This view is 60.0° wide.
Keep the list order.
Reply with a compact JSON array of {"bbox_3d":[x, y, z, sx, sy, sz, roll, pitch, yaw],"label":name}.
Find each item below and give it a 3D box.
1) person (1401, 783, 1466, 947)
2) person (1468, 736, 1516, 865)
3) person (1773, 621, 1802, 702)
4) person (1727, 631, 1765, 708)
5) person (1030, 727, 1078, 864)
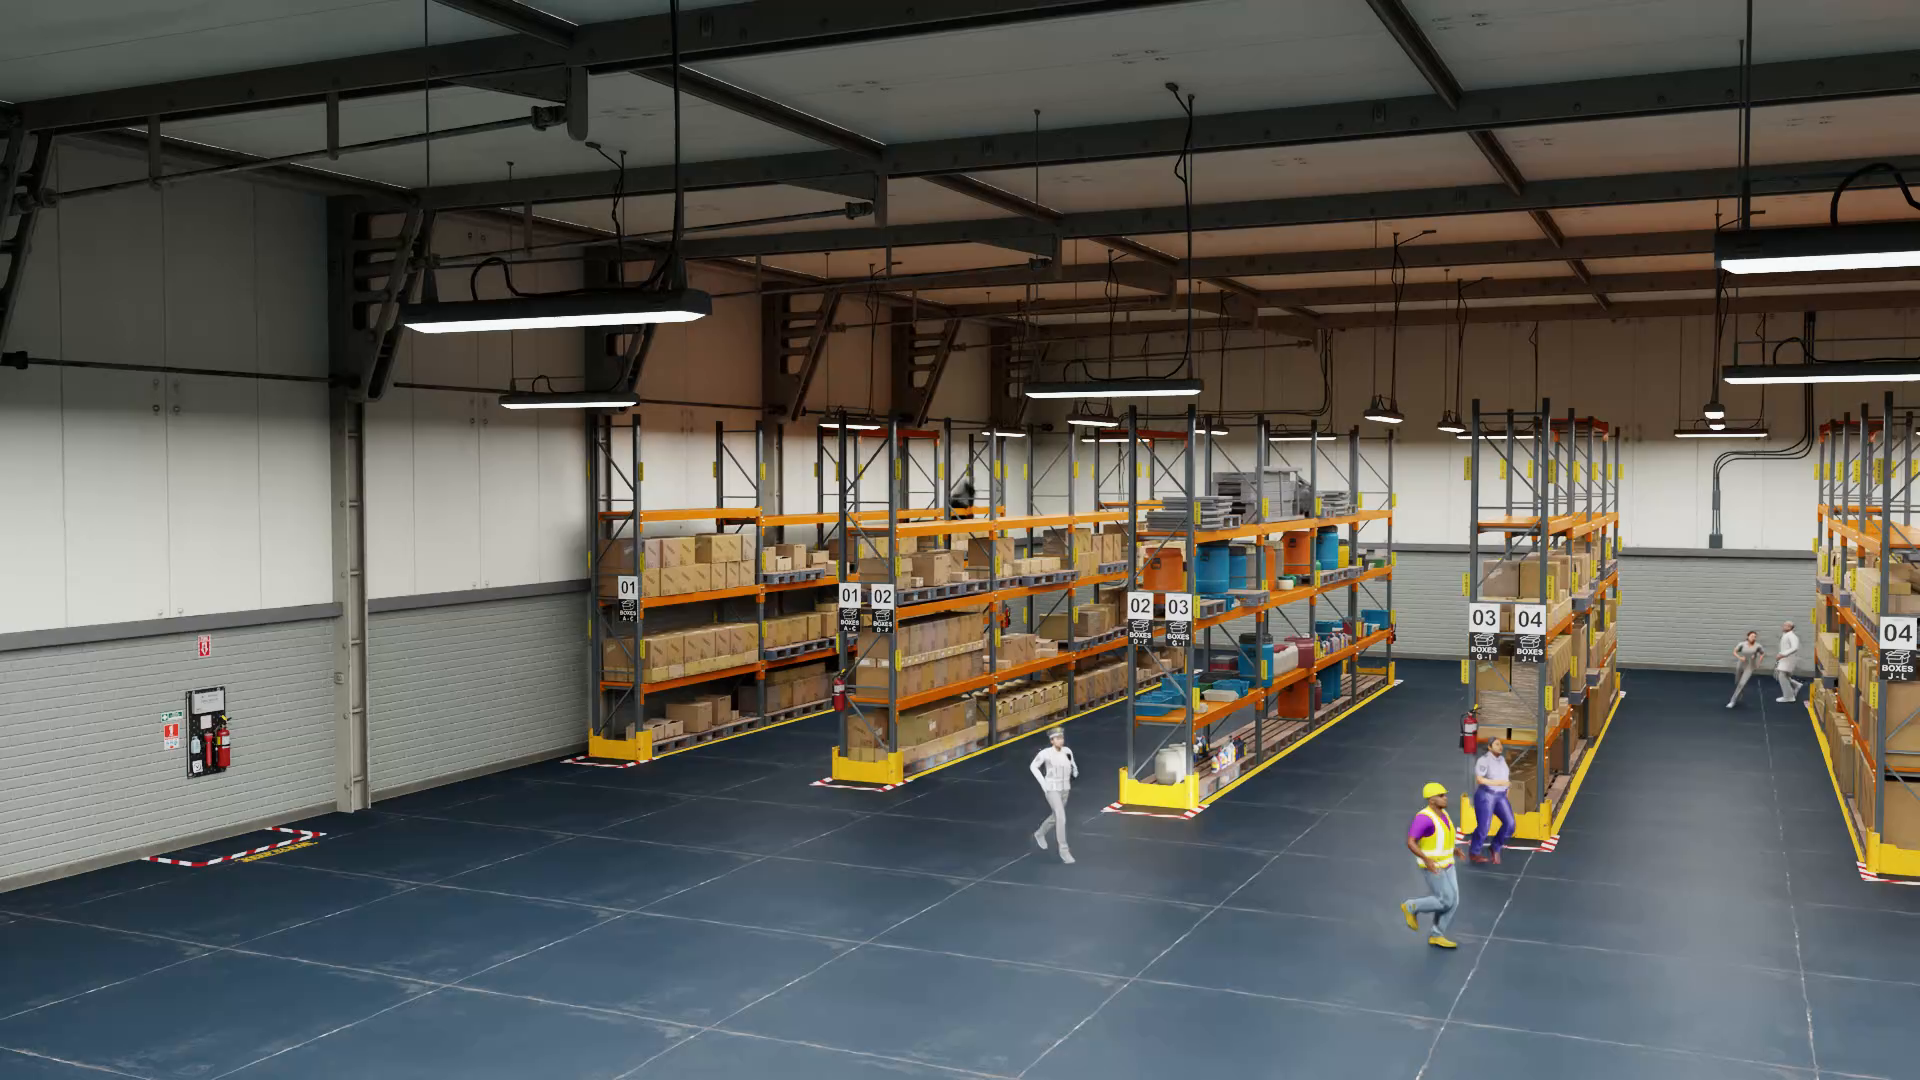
[{"bbox_3d":[5.002,3.419,17.594,0.589,1.721,0.702,2,3,43],"label":"person"},{"bbox_3d":[6.816,3.329,21.165,0.633,1.663,0.632,-1,3,-25],"label":"person"},{"bbox_3d":[18.088,2.645,36.287,0.603,1.752,0.728,1,2,12],"label":"person"},{"bbox_3d":[16.730,2.728,35.392,0.663,1.615,0.988,2,3,34],"label":"person"},{"bbox_3d":[1.257,3.266,21.572,0.597,1.720,0.868,-2,3,-34],"label":"person"}]
